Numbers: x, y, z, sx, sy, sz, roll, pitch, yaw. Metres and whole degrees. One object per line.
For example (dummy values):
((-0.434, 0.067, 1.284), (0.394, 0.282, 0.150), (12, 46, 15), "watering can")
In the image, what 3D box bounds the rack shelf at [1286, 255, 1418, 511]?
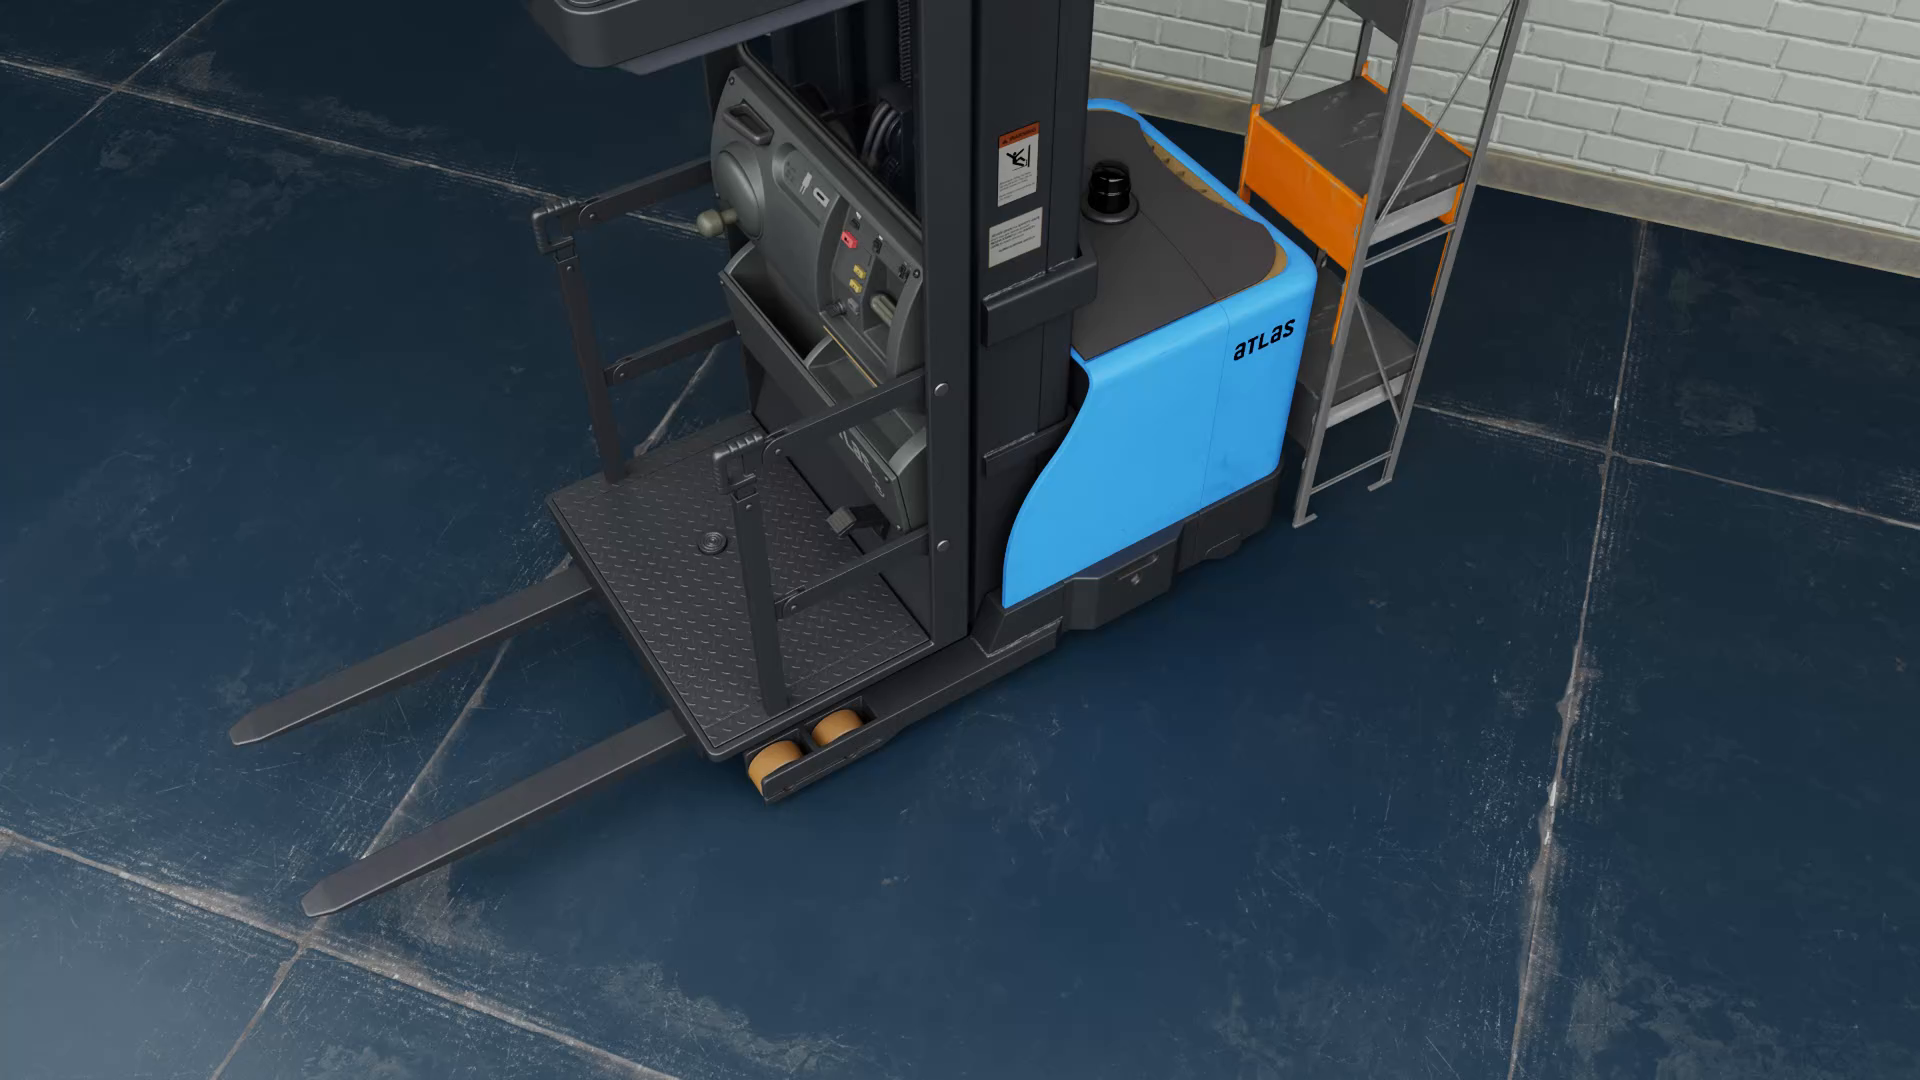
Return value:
((1.103, -0.495, 5.234), (0.431, 0.518, 0.480), (-25, 53, -20), "rack shelf")

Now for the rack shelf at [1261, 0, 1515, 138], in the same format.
((1.103, -1.412, 4.176), (0.431, 0.518, 0.480), (-25, 53, -20), "rack shelf")

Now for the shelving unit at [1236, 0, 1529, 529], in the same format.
((1.103, -0.963, 4.695), (0.431, 2.100, 0.503), (-25, 53, -20), "shelving unit")

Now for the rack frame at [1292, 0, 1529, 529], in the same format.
((1.230, -0.805, 4.558), (0.400, 2.100, 0.015), (-25, 53, -20), "rack frame")

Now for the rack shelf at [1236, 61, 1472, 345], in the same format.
((1.103, -0.954, 4.705), (0.431, 0.518, 0.480), (-25, 53, -20), "rack shelf")

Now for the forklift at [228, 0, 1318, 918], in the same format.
((-0.531, -0.703, 3.920), (3.031, 2.935, 1.130), (-26, 54, -21), "forklift")

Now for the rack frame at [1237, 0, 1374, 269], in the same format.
((0.977, -1.120, 4.832), (0.400, 2.100, 0.015), (-25, 53, -20), "rack frame")
